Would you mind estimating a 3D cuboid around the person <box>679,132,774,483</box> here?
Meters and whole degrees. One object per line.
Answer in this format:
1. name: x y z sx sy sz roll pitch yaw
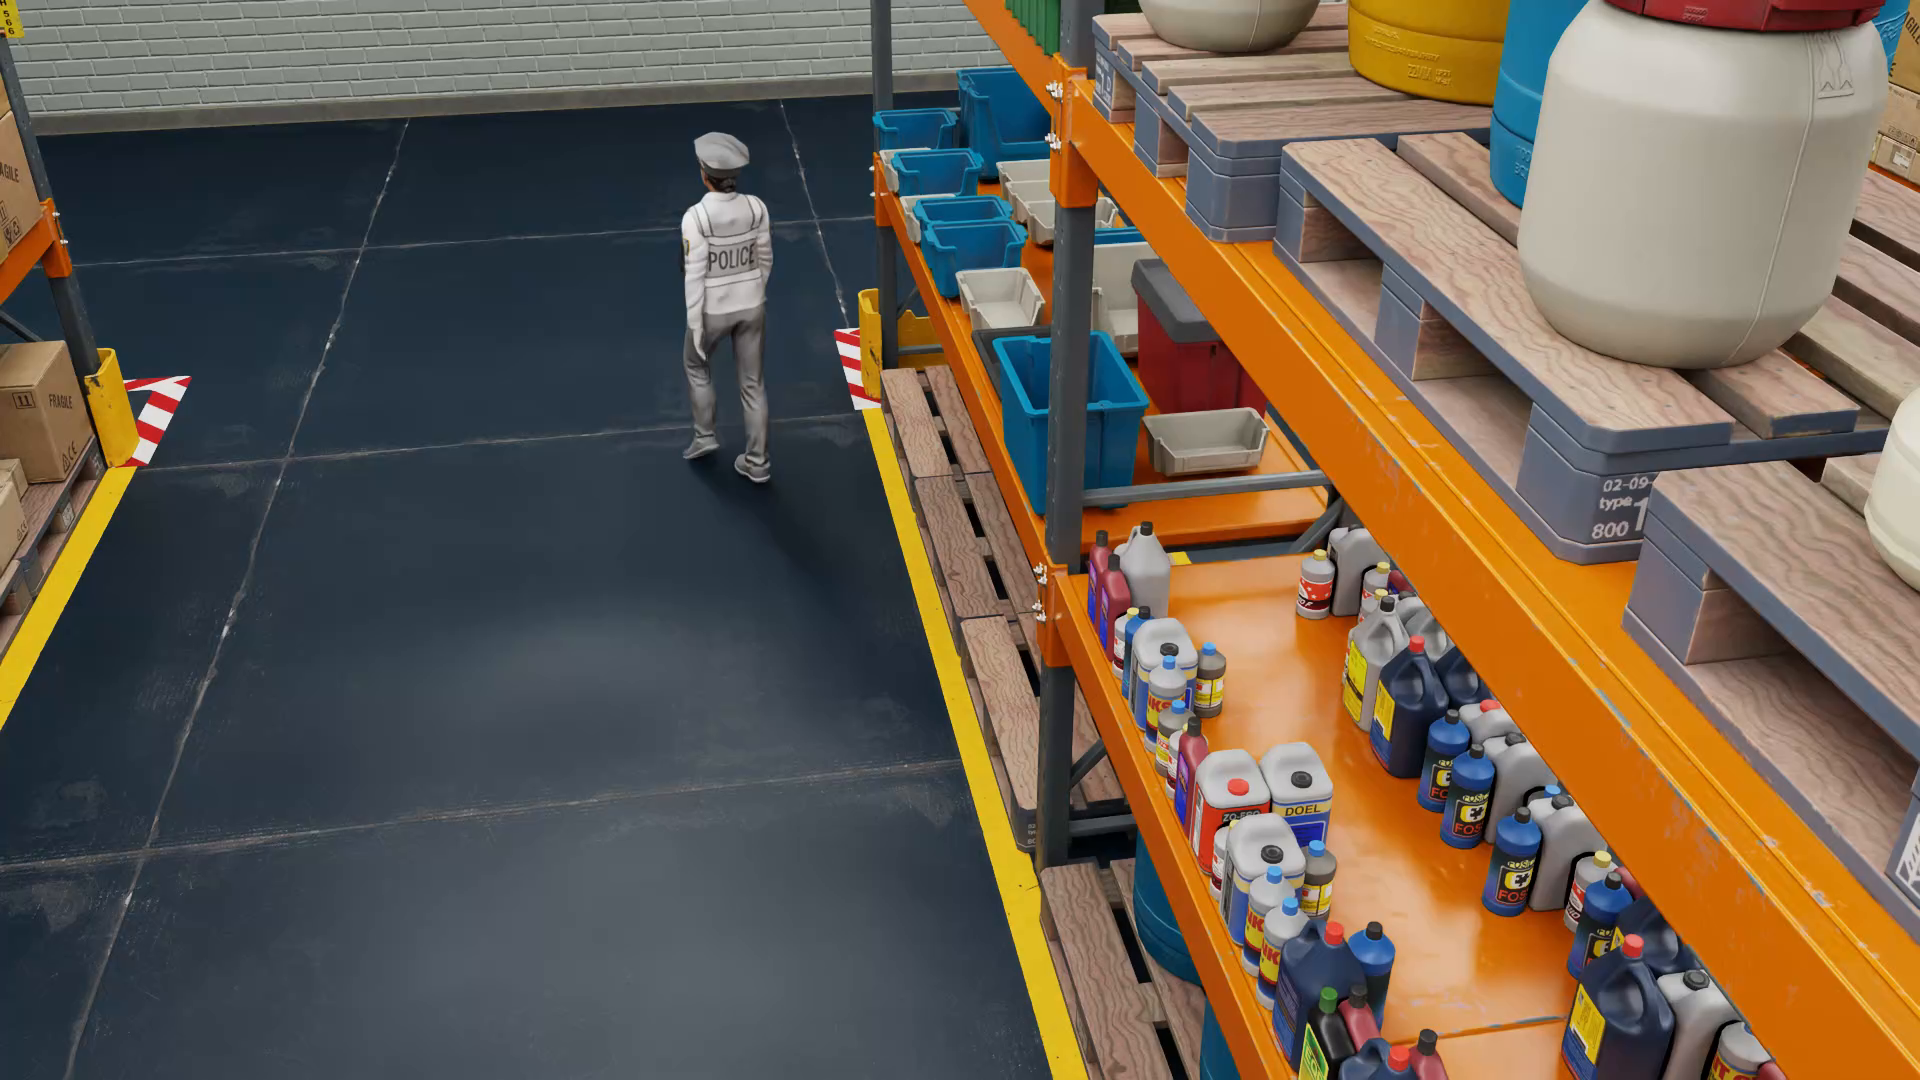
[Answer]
1. person: -1.109 -1.085 7.939 0.496 1.736 0.602 -15 34 -24
